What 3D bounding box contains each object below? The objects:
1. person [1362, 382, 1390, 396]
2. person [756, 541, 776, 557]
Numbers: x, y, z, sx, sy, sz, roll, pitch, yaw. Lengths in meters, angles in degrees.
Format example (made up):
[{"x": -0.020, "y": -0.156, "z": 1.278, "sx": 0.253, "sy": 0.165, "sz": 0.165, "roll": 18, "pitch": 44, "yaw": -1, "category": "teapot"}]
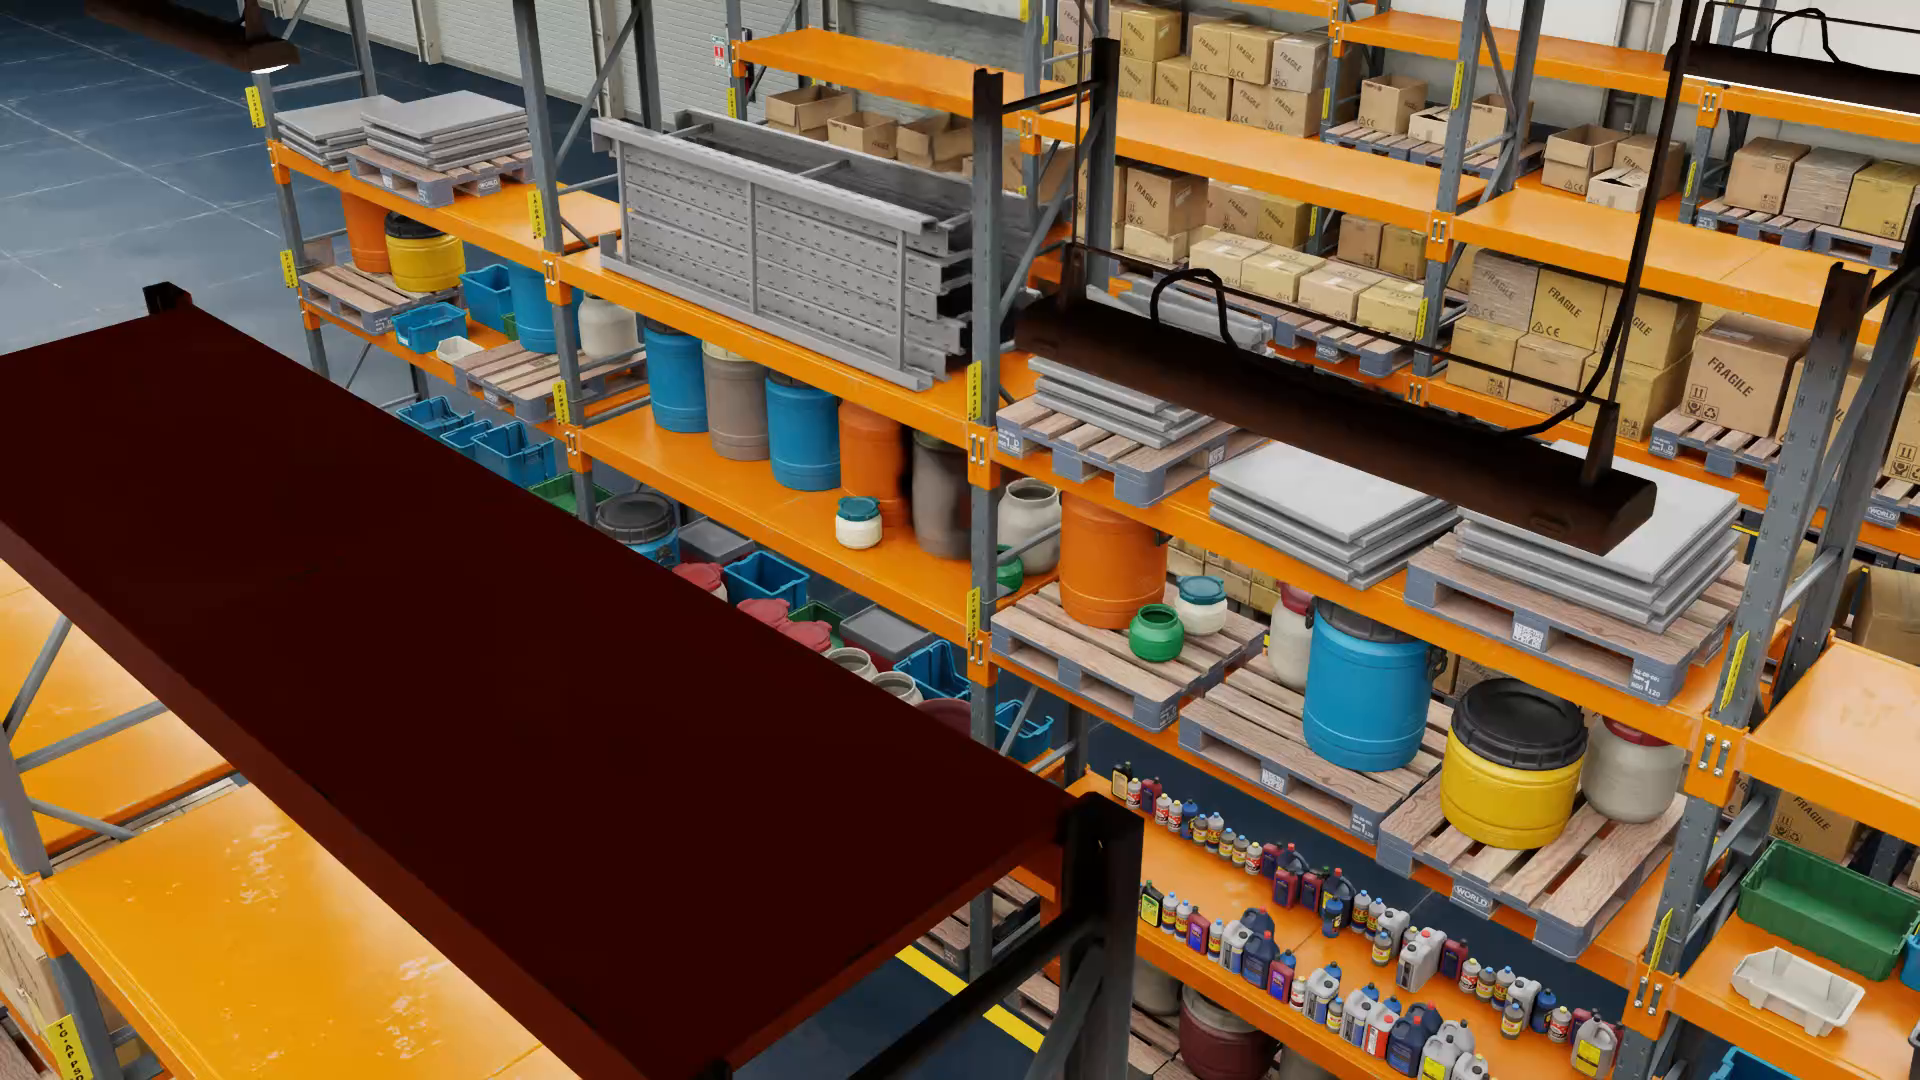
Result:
[{"x": 3.878, "y": -0.805, "z": 15.937, "sx": 0.777, "sy": 1.784, "sz": 0.638, "roll": 26, "pitch": 38, "yaw": 38, "category": "person"}, {"x": -1.841, "y": -0.235, "z": 14.956, "sx": 0.580, "sy": 1.657, "sz": 0.576, "roll": 22, "pitch": 36, "yaw": 33, "category": "person"}]
